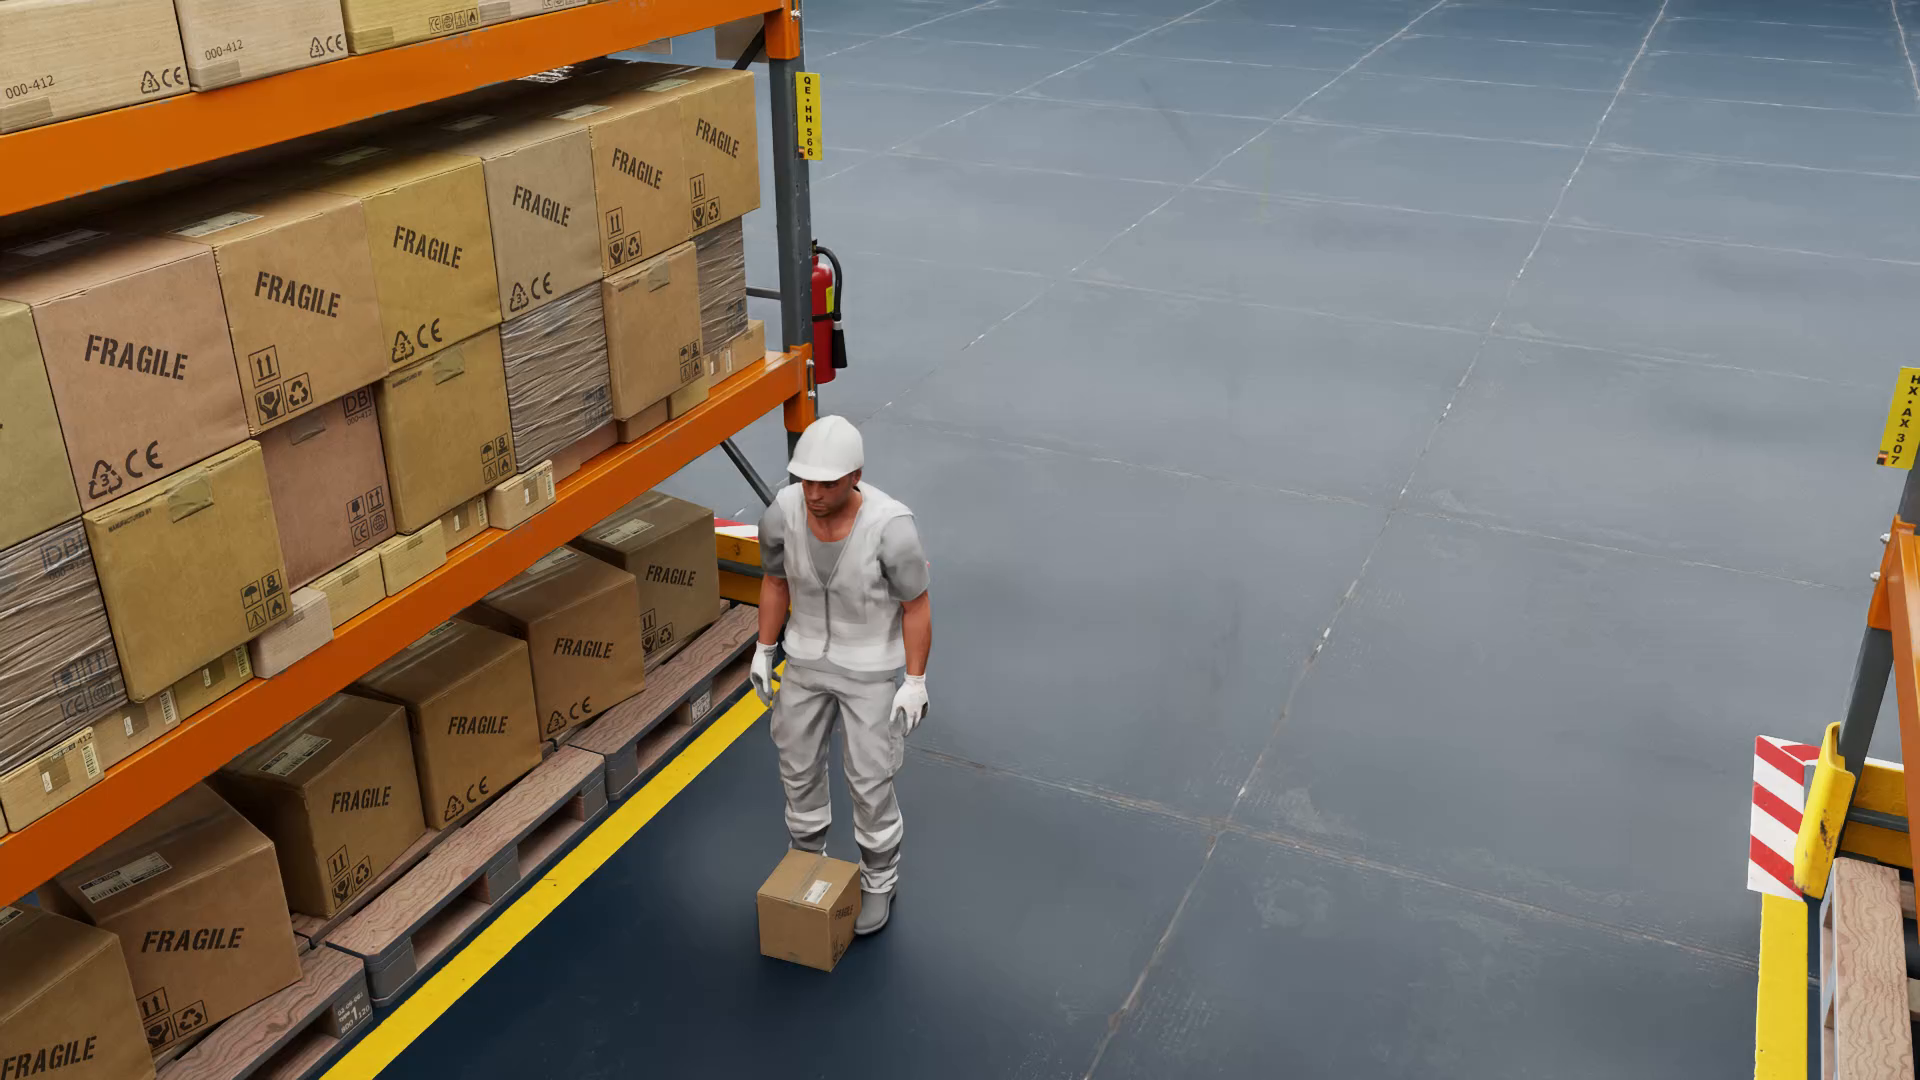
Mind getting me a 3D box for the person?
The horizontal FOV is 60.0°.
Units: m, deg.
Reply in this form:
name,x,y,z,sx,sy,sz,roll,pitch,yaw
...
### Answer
name,x,y,z,sx,sy,sz,roll,pitch,yaw
person,-0.384,0.421,5.230,0.609,1.777,0.453,10,28,19
